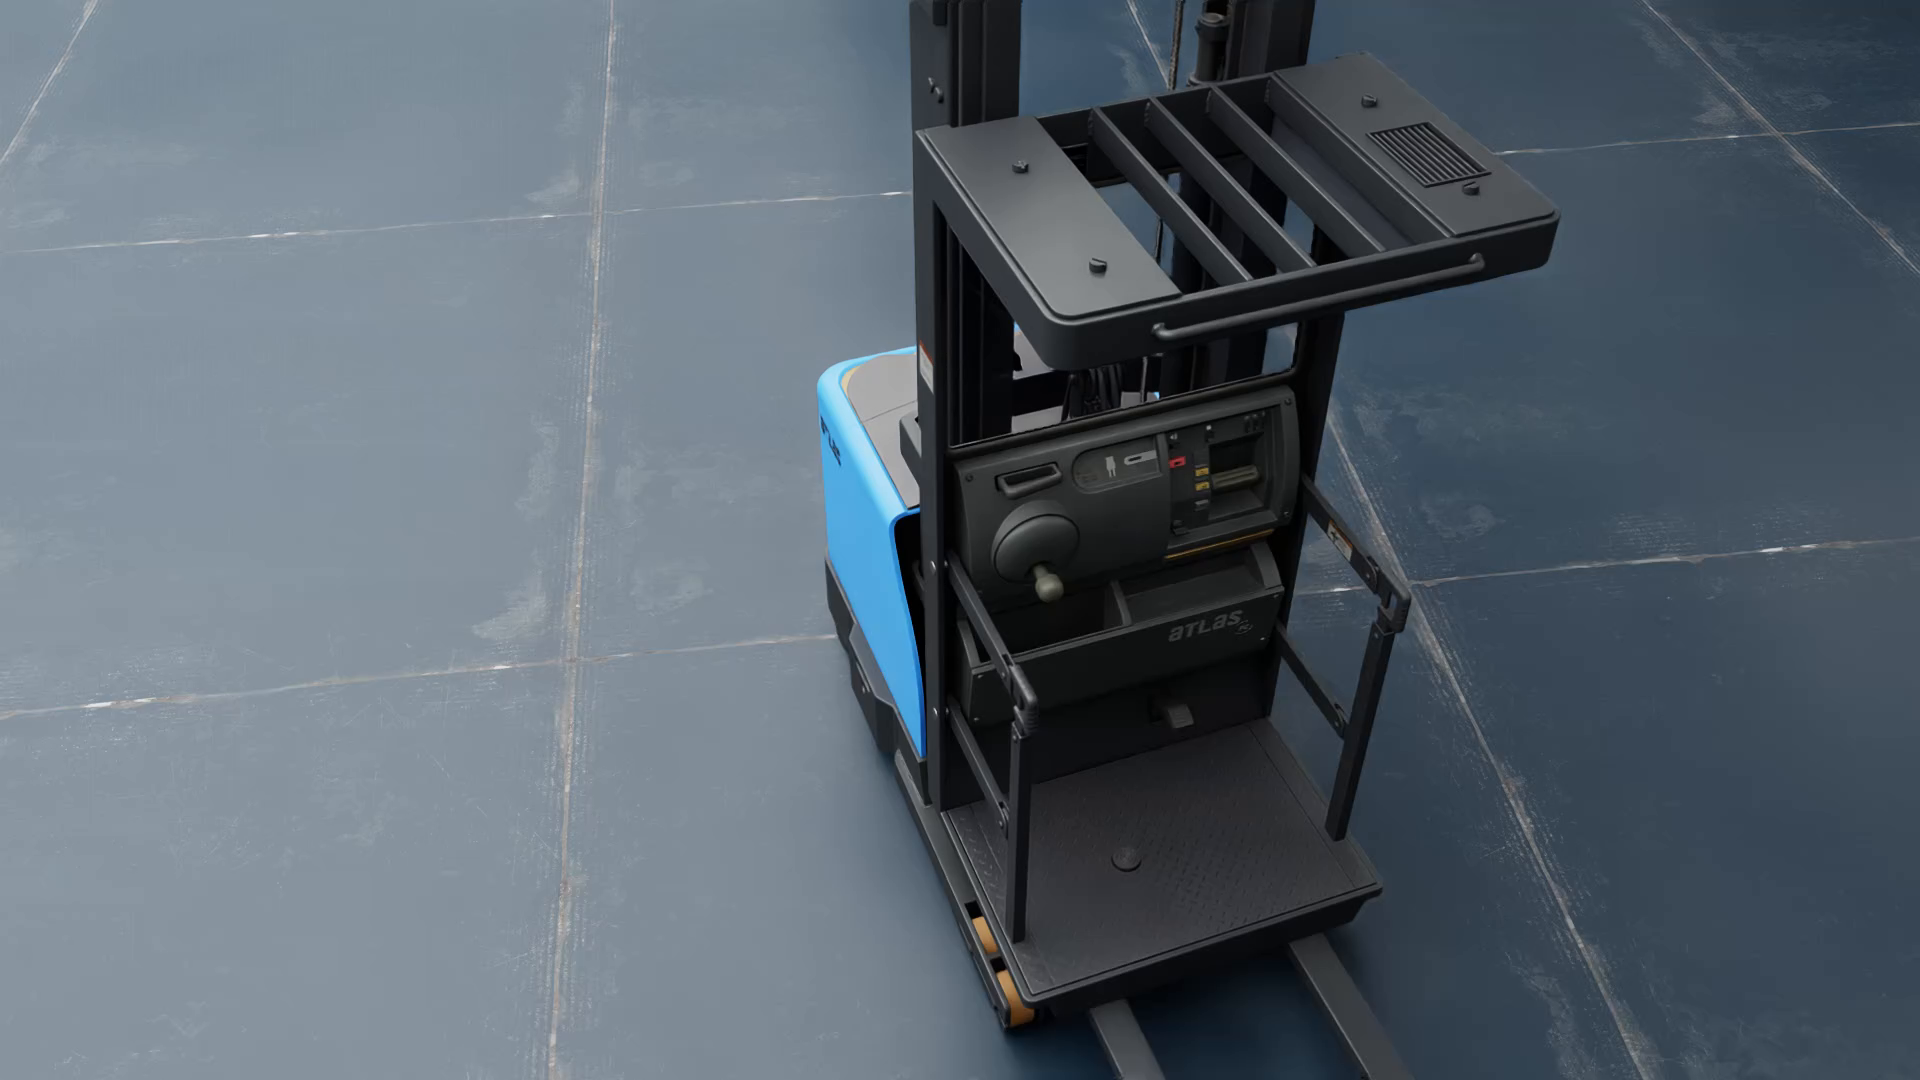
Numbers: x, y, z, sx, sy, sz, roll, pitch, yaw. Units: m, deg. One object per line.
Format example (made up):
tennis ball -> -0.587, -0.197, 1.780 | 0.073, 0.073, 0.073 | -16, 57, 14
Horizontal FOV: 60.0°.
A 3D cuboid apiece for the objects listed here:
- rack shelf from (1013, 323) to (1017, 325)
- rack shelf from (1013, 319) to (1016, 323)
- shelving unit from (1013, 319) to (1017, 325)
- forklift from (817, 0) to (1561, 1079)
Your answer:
rack shelf -> 0.144, -0.620, 5.779 | 0.480, 0.148, 0.258 | -12, 43, -13
rack shelf -> 0.144, -0.799, 5.618 | 0.480, 0.148, 0.258 | -12, 43, -13
shelving unit -> 0.144, -0.490, 5.897 | 0.503, 1.200, 0.258 | -12, 43, -13
forklift -> 0.519, -0.029, 4.094 | 1.130, 2.935, 3.031 | -14, 44, -15
